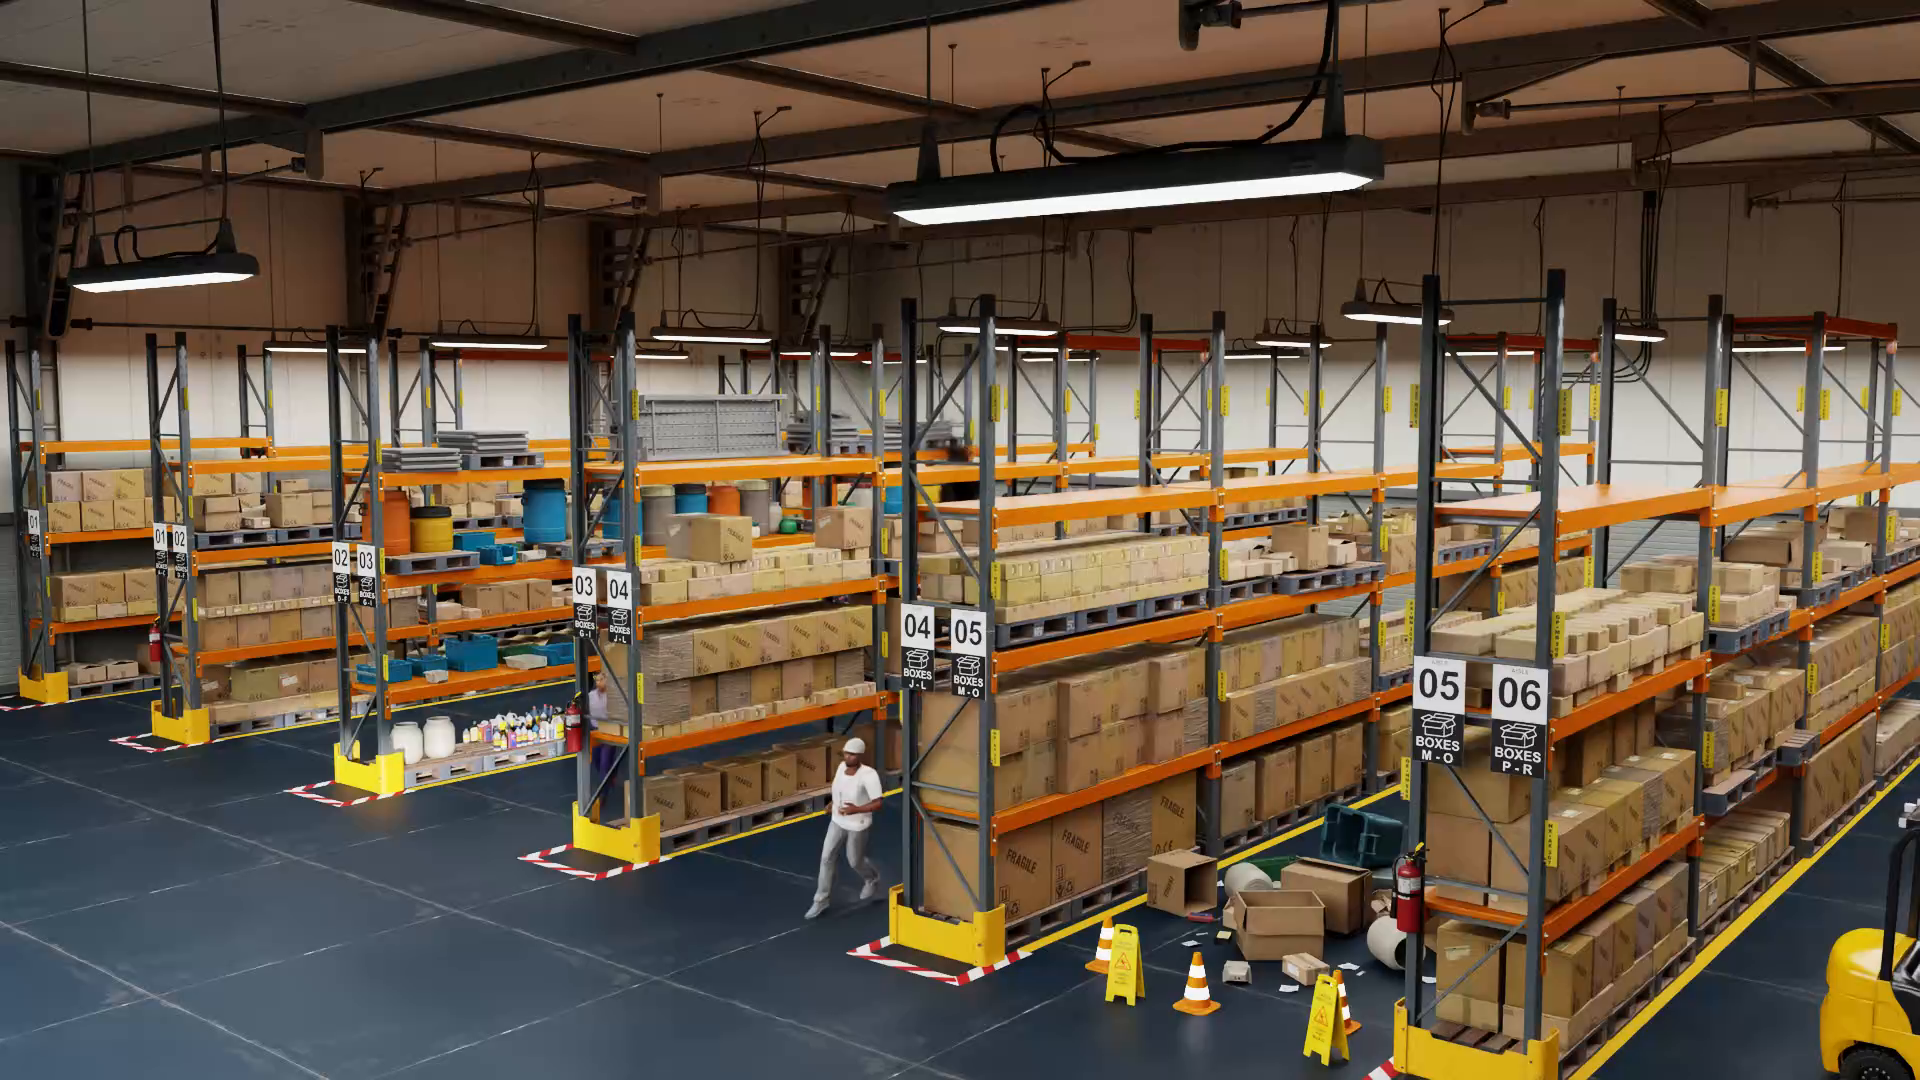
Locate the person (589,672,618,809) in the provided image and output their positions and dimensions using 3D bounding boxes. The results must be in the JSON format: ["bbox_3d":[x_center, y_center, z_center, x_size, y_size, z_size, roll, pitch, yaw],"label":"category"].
[{"bbox_3d":[-4.465,2.469,20.898,0.610,1.637,0.920,1,5,11],"label":"person"}]

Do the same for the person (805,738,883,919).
[{"bbox_3d":[-1.046,2.815,16.446,0.729,1.770,0.935,4,6,36],"label":"person"}]

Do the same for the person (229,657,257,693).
[{"bbox_3d":[-11.616,1.828,27.027,0.663,1.763,0.951,3,6,32],"label":"person"}]
